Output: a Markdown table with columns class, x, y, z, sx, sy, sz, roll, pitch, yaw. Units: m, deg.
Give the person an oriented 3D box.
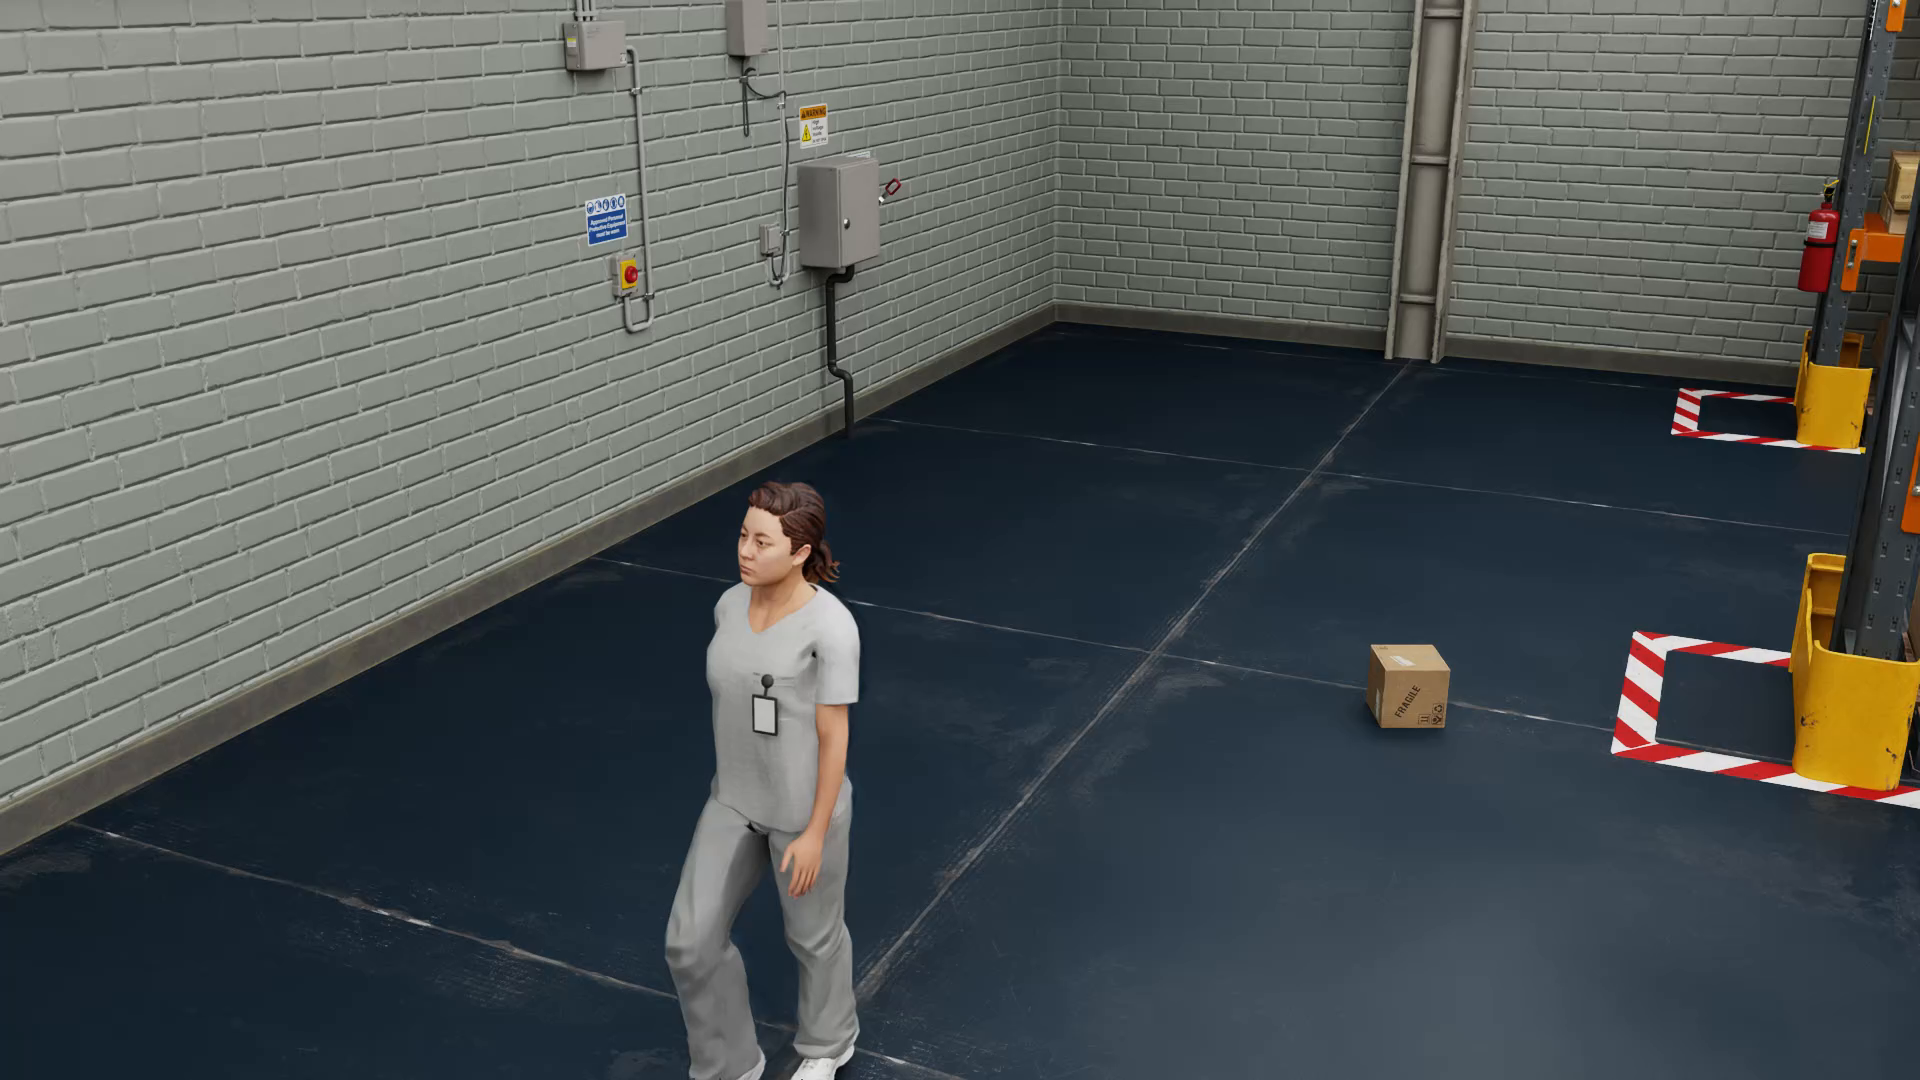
| class | x | y | z | sx | sy | sz | roll | pitch | yaw |
| --- | --- | --- | --- | --- | --- | --- | --- | --- | --- |
| person | -0.454 | 0.698 | 4.085 | 0.445 | 1.727 | 0.514 | 10 | 22 | 28 |
